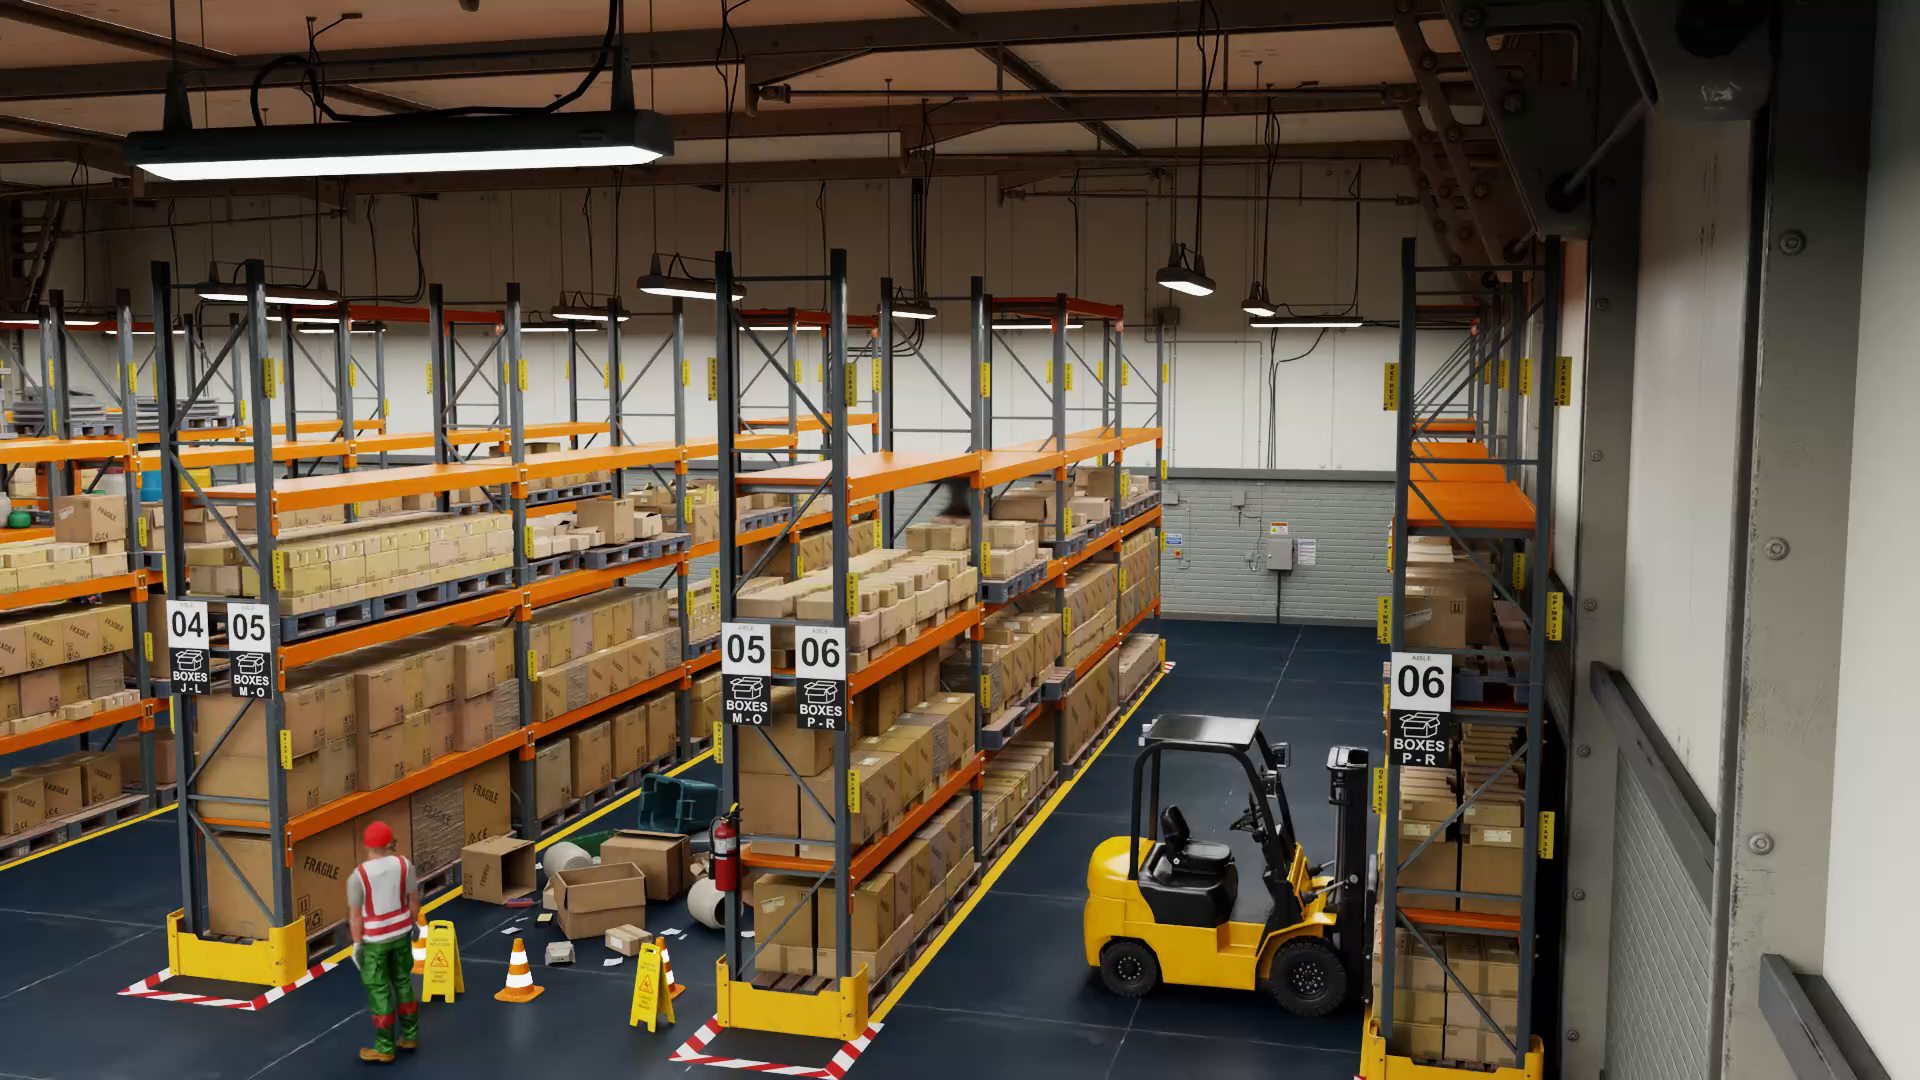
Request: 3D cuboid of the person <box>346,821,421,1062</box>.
[{"bbox_3d":[-4.281,2.973,12.393,0.351,1.819,0.604,5,8,40],"label":"person"}]
